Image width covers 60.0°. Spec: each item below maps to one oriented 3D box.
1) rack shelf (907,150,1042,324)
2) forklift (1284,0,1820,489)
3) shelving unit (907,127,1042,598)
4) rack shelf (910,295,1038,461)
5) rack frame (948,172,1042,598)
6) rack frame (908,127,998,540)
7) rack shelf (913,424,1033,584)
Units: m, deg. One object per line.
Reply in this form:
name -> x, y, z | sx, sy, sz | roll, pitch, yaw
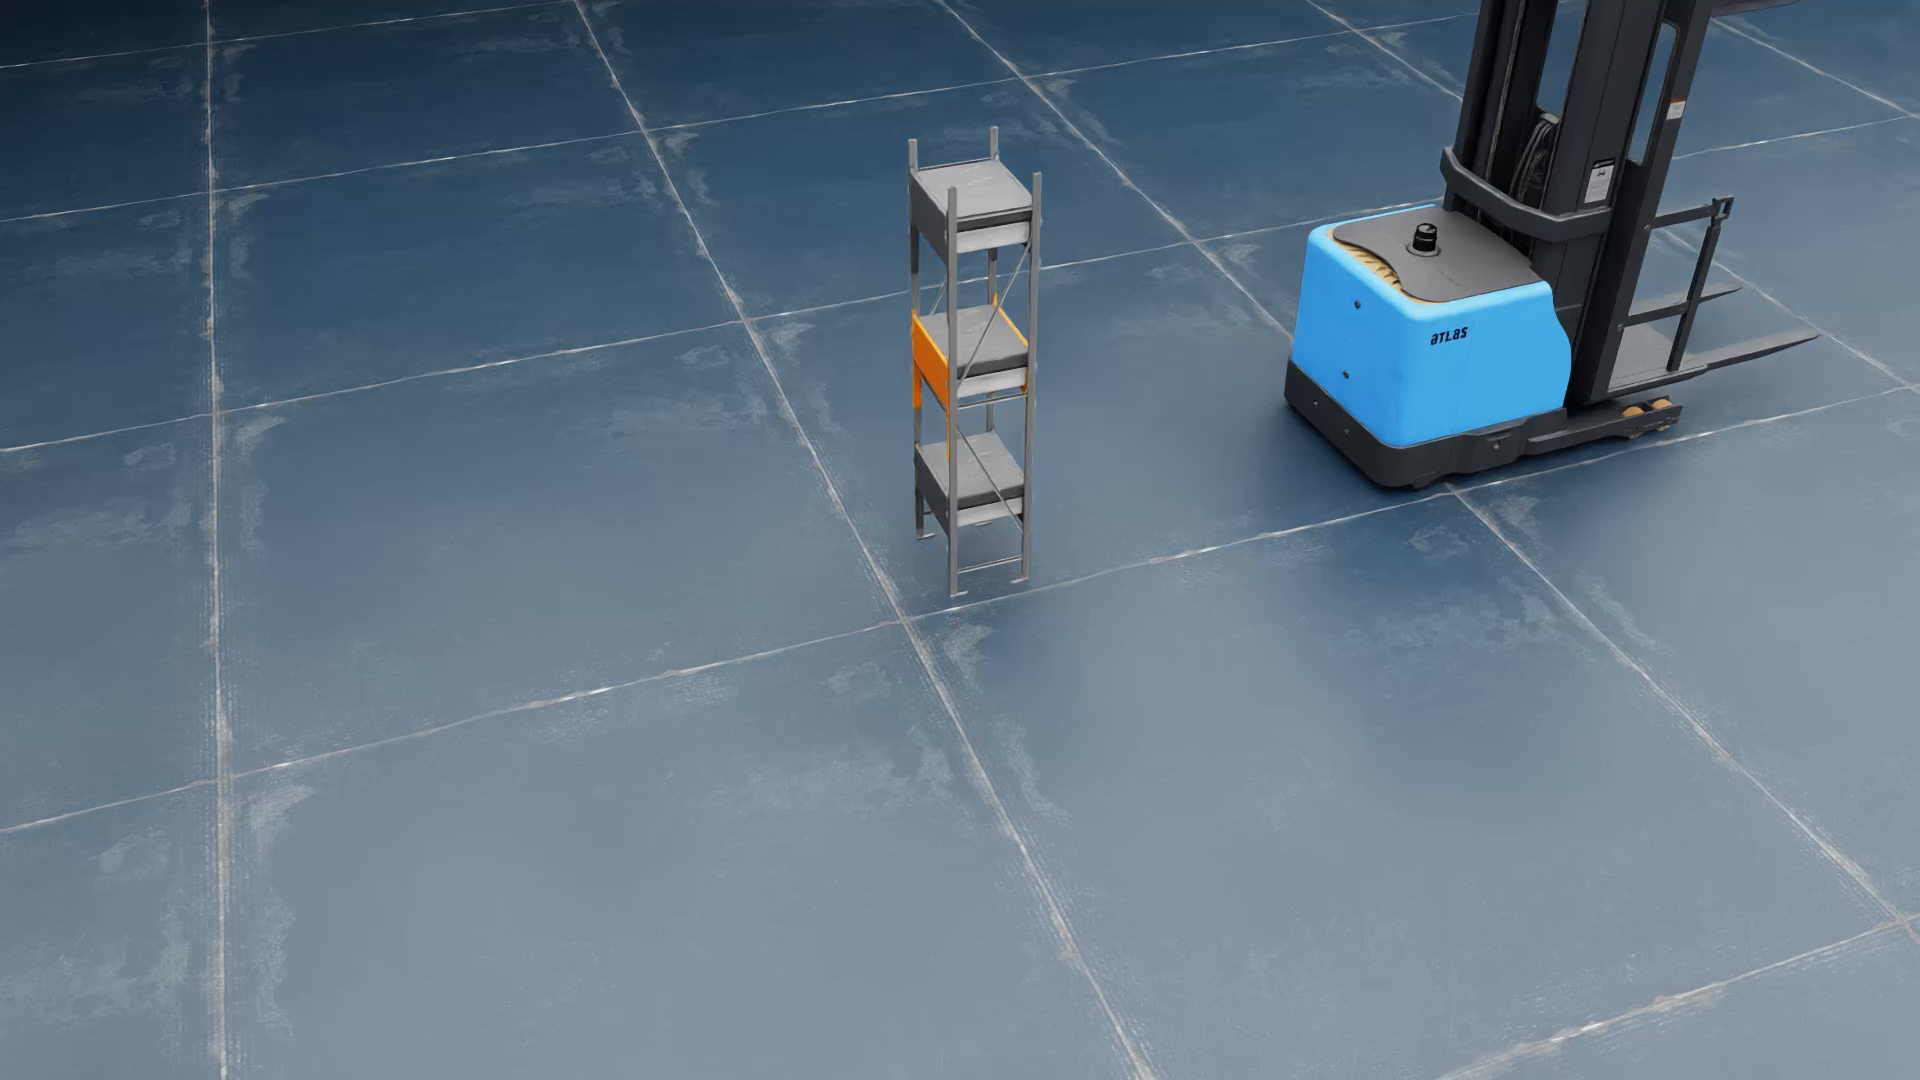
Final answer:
rack shelf -> 0.057, -1.293, 7.081 | 0.431, 0.518, 0.480 | -12, 39, -16
forklift -> 3.358, -2.002, 8.471 | 3.031, 2.935, 1.130 | -14, 39, -18
shelving unit -> 0.057, -0.745, 7.494 | 0.431, 2.100, 0.503 | -12, 39, -16
rack shelf -> 0.057, -0.734, 7.502 | 0.431, 0.518, 0.480 | -12, 39, -16
rack frame -> 0.141, -0.607, 7.311 | 0.400, 2.100, 0.015 | -12, 39, -16
rack frame -> -0.027, -0.883, 7.677 | 0.400, 2.100, 0.015 | -12, 39, -16
rack shelf -> 0.057, -0.175, 7.923 | 0.431, 0.518, 0.480 | -12, 39, -16
